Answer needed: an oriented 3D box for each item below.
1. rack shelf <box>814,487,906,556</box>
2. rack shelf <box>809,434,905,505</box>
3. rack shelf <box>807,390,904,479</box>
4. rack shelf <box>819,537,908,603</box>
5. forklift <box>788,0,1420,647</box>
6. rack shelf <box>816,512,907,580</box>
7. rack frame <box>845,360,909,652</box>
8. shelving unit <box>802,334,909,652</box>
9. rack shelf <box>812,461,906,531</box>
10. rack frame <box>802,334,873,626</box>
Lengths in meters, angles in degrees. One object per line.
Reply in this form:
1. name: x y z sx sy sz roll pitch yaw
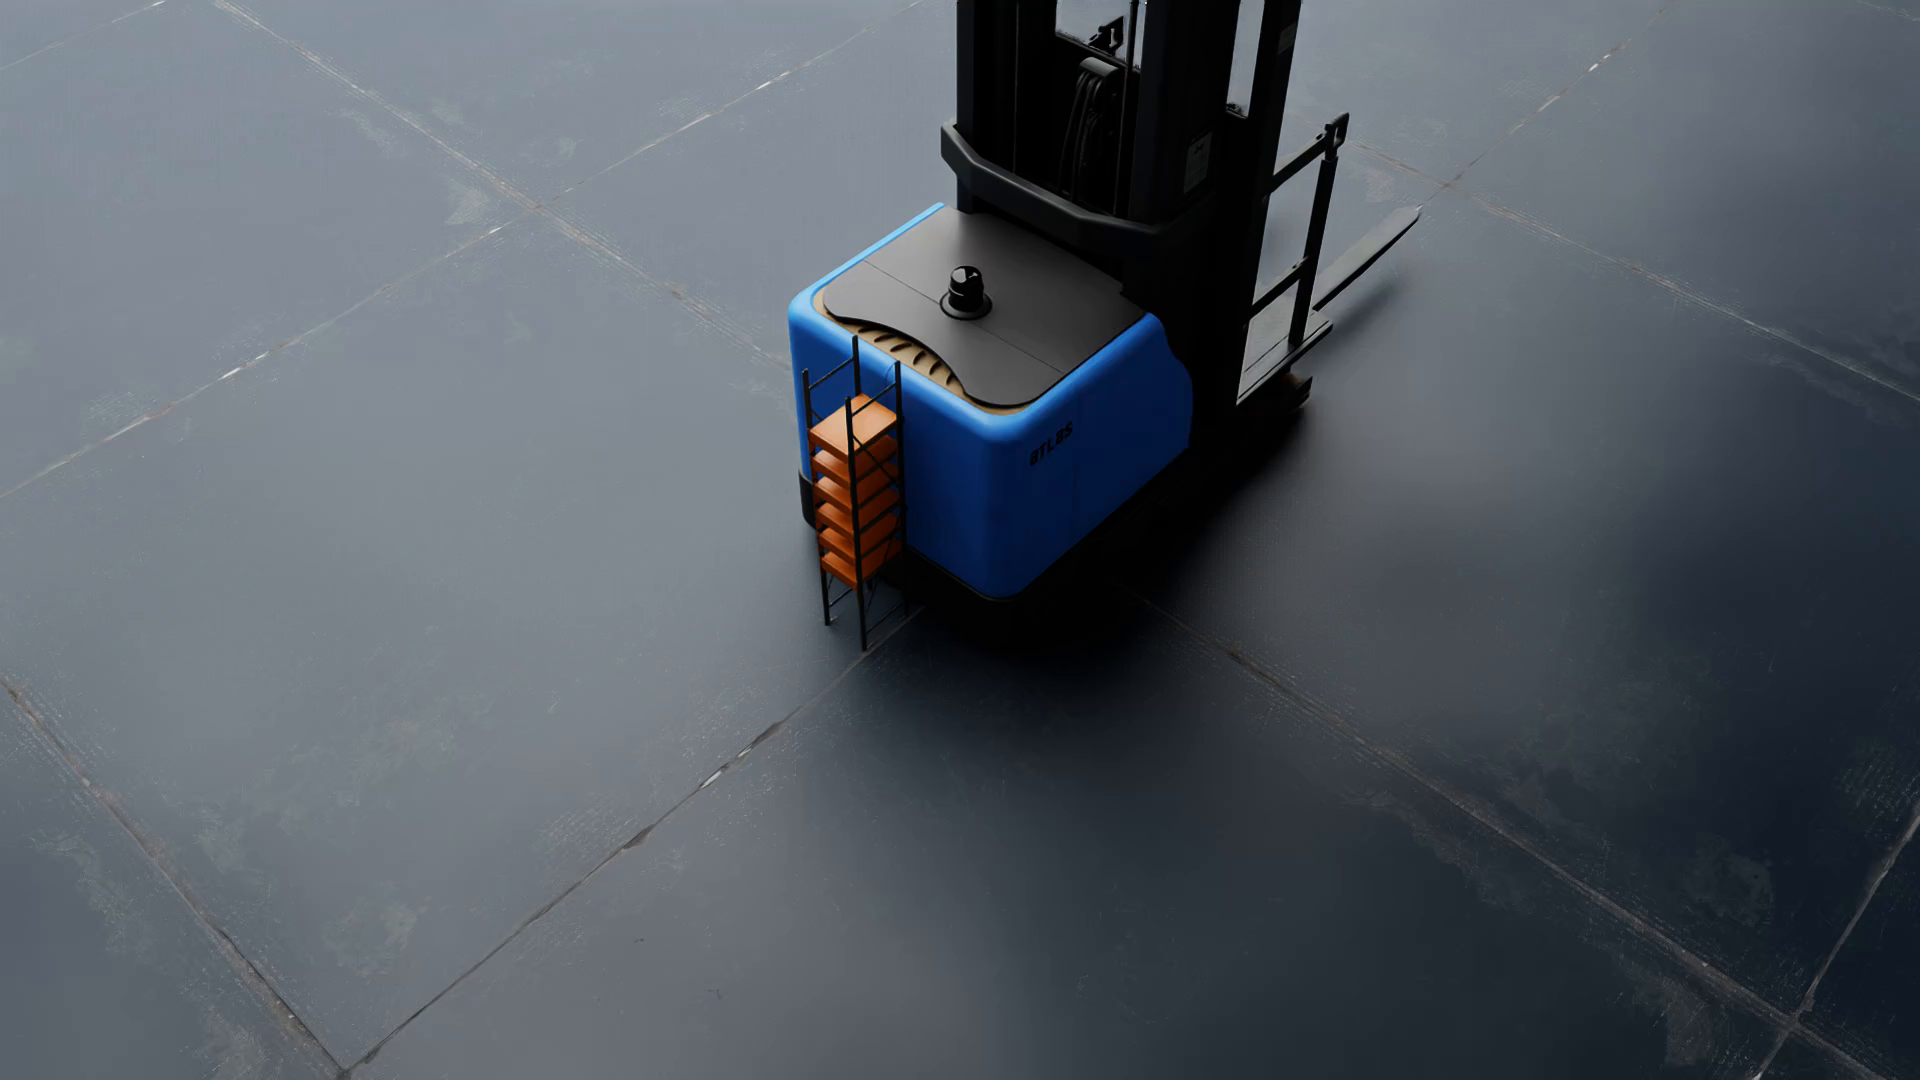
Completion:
1. rack shelf: -0.333 -0.093 5.575 0.180 0.103 0.258 33 55 27
2. rack shelf: -0.333 -0.257 5.400 0.180 0.103 0.258 33 55 27
3. rack shelf: -0.333 -0.339 5.312 0.180 0.103 0.258 33 55 27
4. rack shelf: -0.333 0.071 5.750 0.180 0.103 0.258 33 55 27
5. forklift: 0.763 -1.628 5.768 1.130 2.935 3.031 33 55 27
6. rack shelf: -0.333 -0.011 5.663 0.180 0.103 0.258 33 55 27
7. rack frame: -0.265 -0.079 5.501 0.006 1.200 0.240 33 55 27
8. shelving unit: -0.333 -0.123 5.543 0.189 1.200 0.258 33 55 27
9. rack shelf: -0.333 -0.175 5.488 0.180 0.103 0.258 33 55 27
10. rack frame: -0.401 -0.168 5.584 0.006 1.200 0.240 33 55 27
